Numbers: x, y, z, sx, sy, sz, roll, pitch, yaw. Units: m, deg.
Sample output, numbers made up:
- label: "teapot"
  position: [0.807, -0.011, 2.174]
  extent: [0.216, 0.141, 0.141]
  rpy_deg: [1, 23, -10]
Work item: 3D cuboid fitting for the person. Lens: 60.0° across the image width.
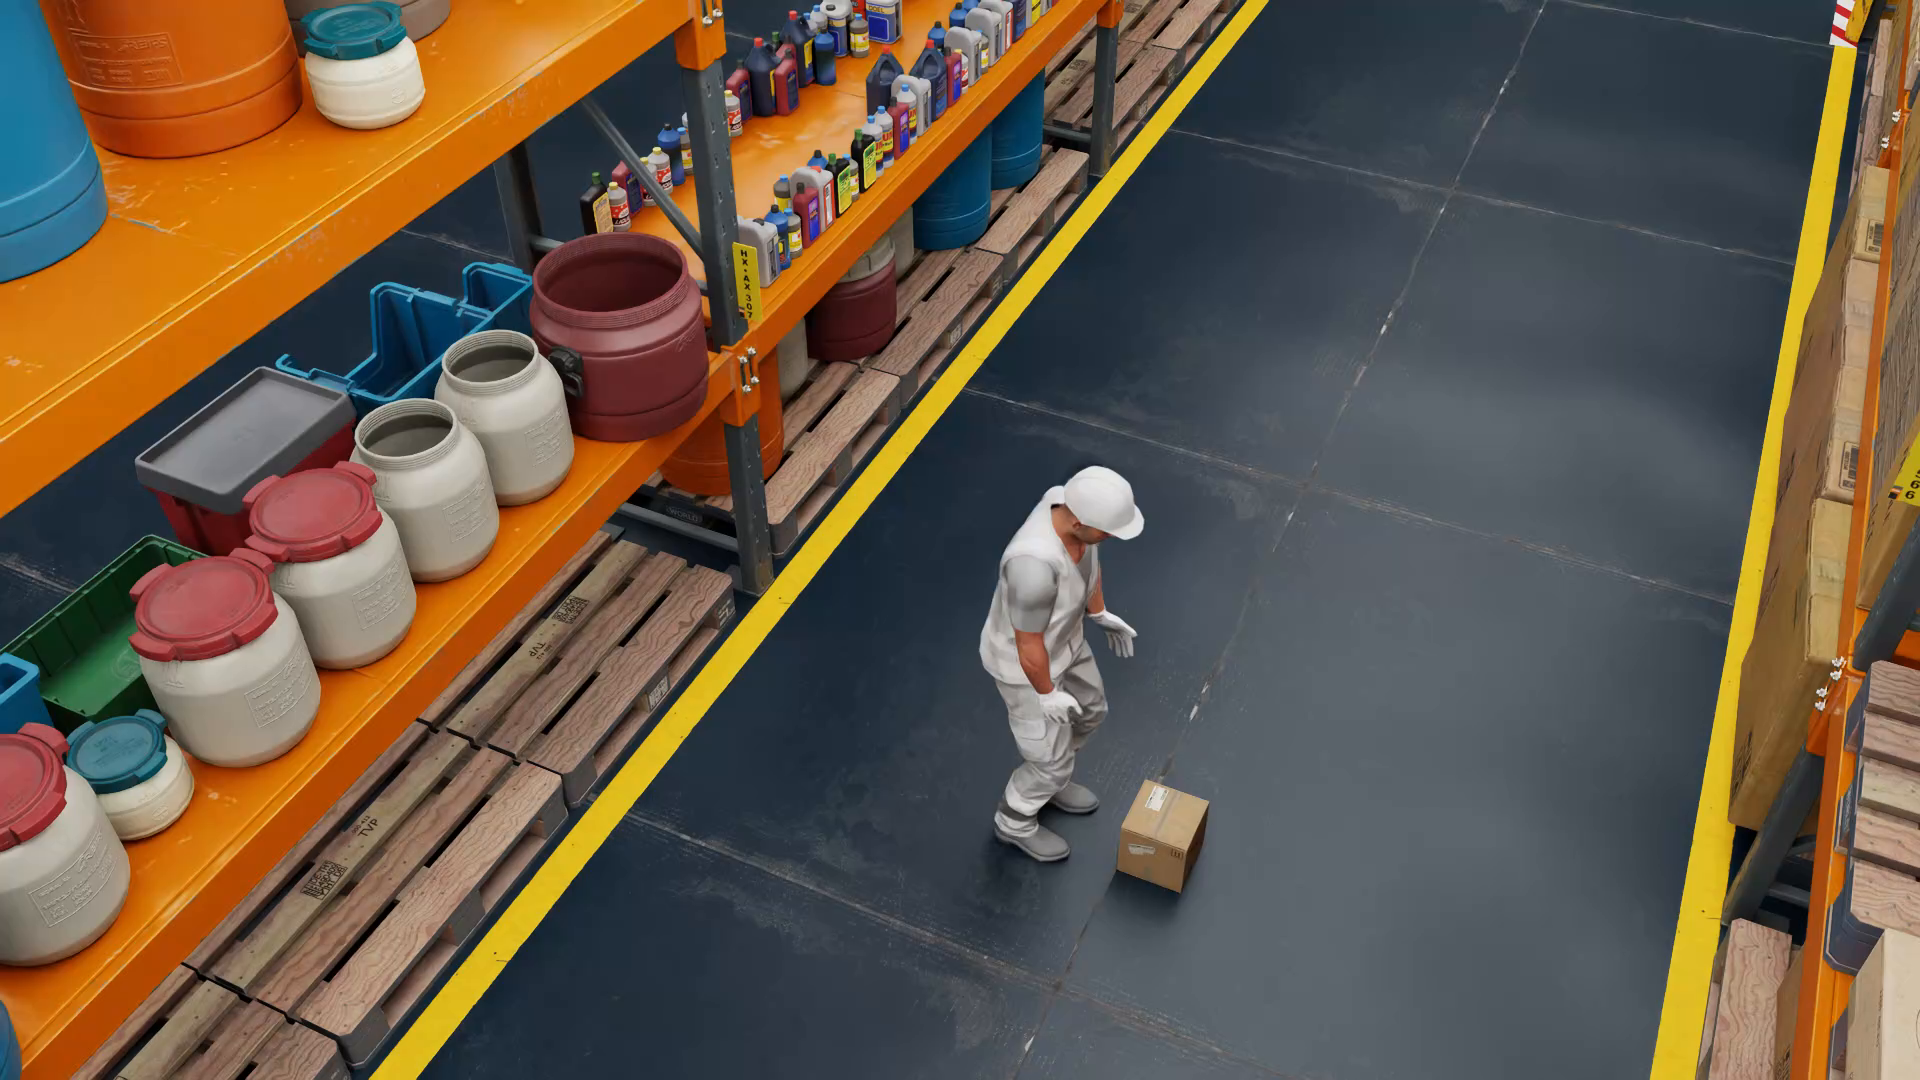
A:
- label: "person"
  position: [0.345, 0.401, 5.750]
  extent: [0.496, 1.712, 0.551]
  rpy_deg: [18, 45, 20]
